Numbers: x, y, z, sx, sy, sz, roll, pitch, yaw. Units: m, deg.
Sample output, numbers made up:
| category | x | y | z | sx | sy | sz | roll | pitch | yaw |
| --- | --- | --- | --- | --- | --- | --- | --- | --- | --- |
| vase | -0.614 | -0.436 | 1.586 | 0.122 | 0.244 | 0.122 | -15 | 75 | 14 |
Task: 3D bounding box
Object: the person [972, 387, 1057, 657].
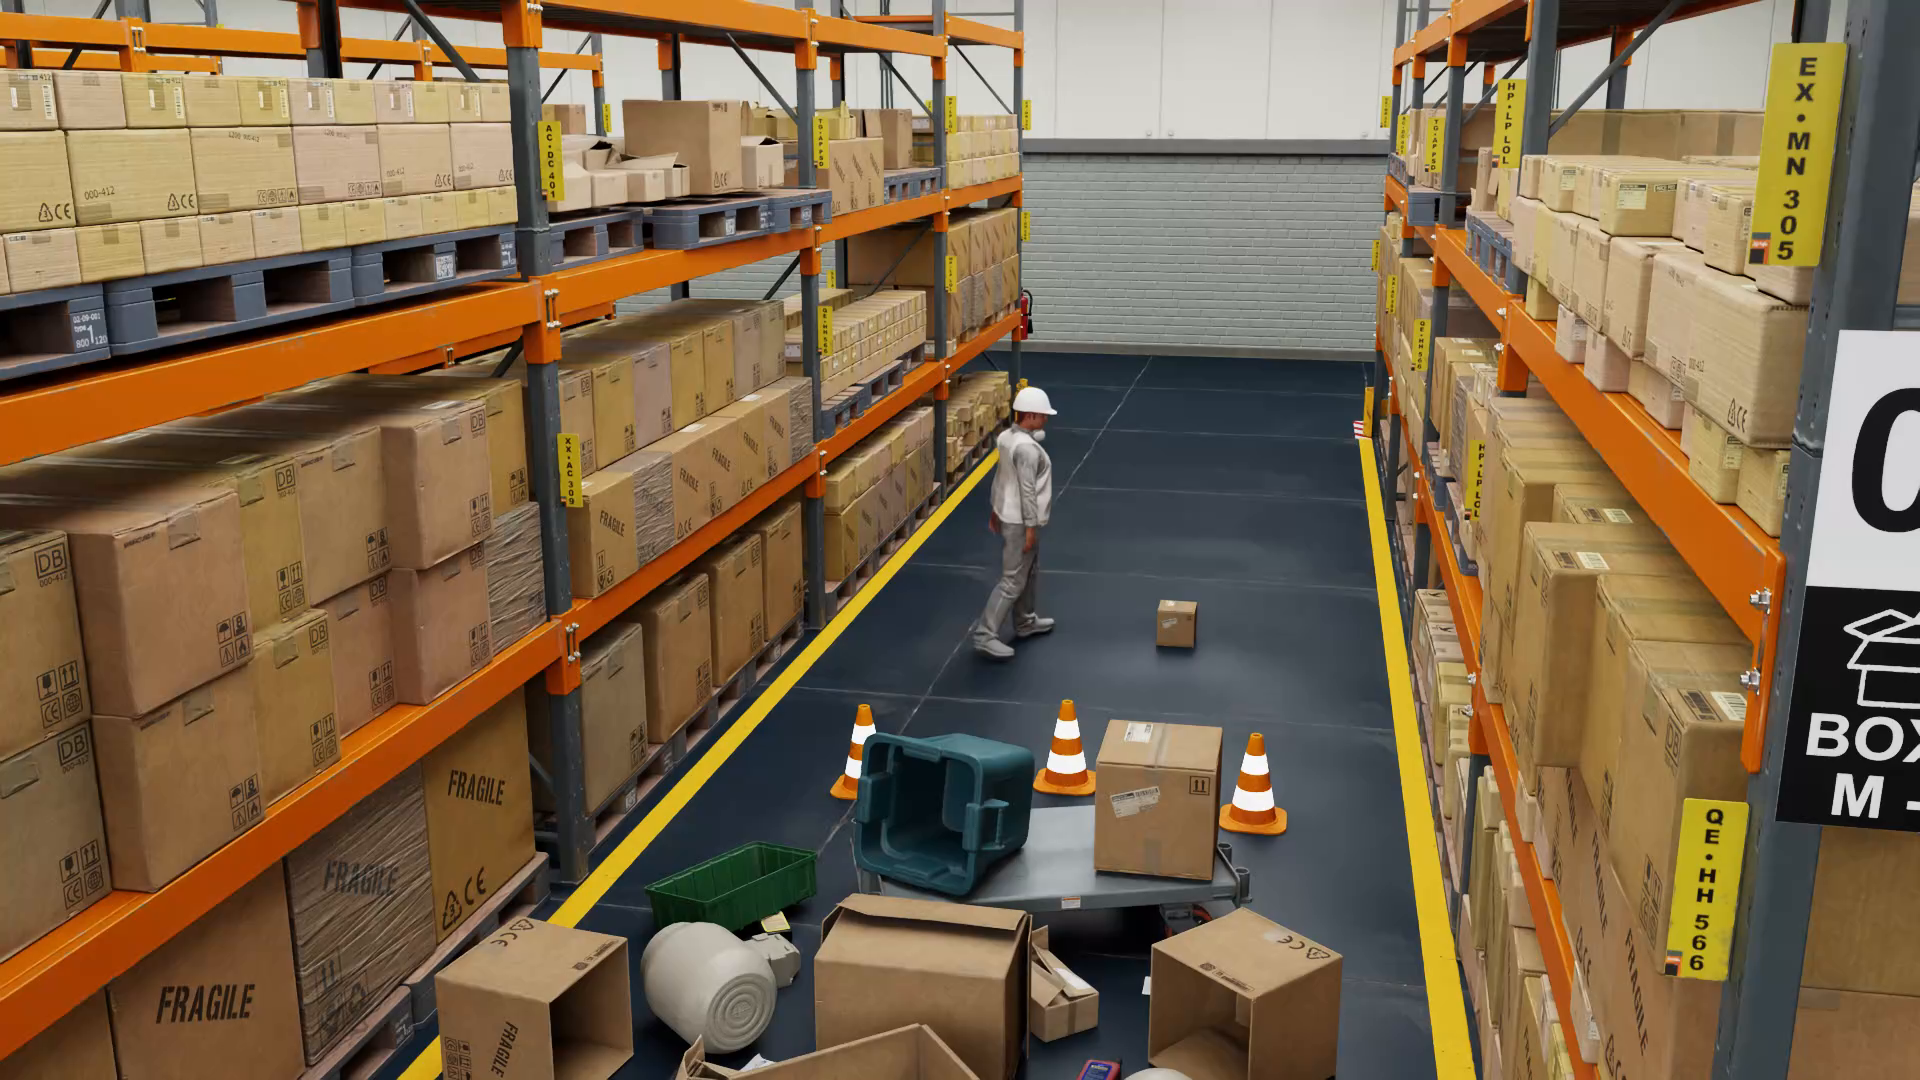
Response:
| category | x | y | z | sx | sy | sz | roll | pitch | yaw |
| --- | --- | --- | --- | --- | --- | --- | --- | --- | --- |
| person | 0.384 | -0.134 | 10.991 | 0.676 | 1.759 | 0.673 | -3 | 15 | -11 |
